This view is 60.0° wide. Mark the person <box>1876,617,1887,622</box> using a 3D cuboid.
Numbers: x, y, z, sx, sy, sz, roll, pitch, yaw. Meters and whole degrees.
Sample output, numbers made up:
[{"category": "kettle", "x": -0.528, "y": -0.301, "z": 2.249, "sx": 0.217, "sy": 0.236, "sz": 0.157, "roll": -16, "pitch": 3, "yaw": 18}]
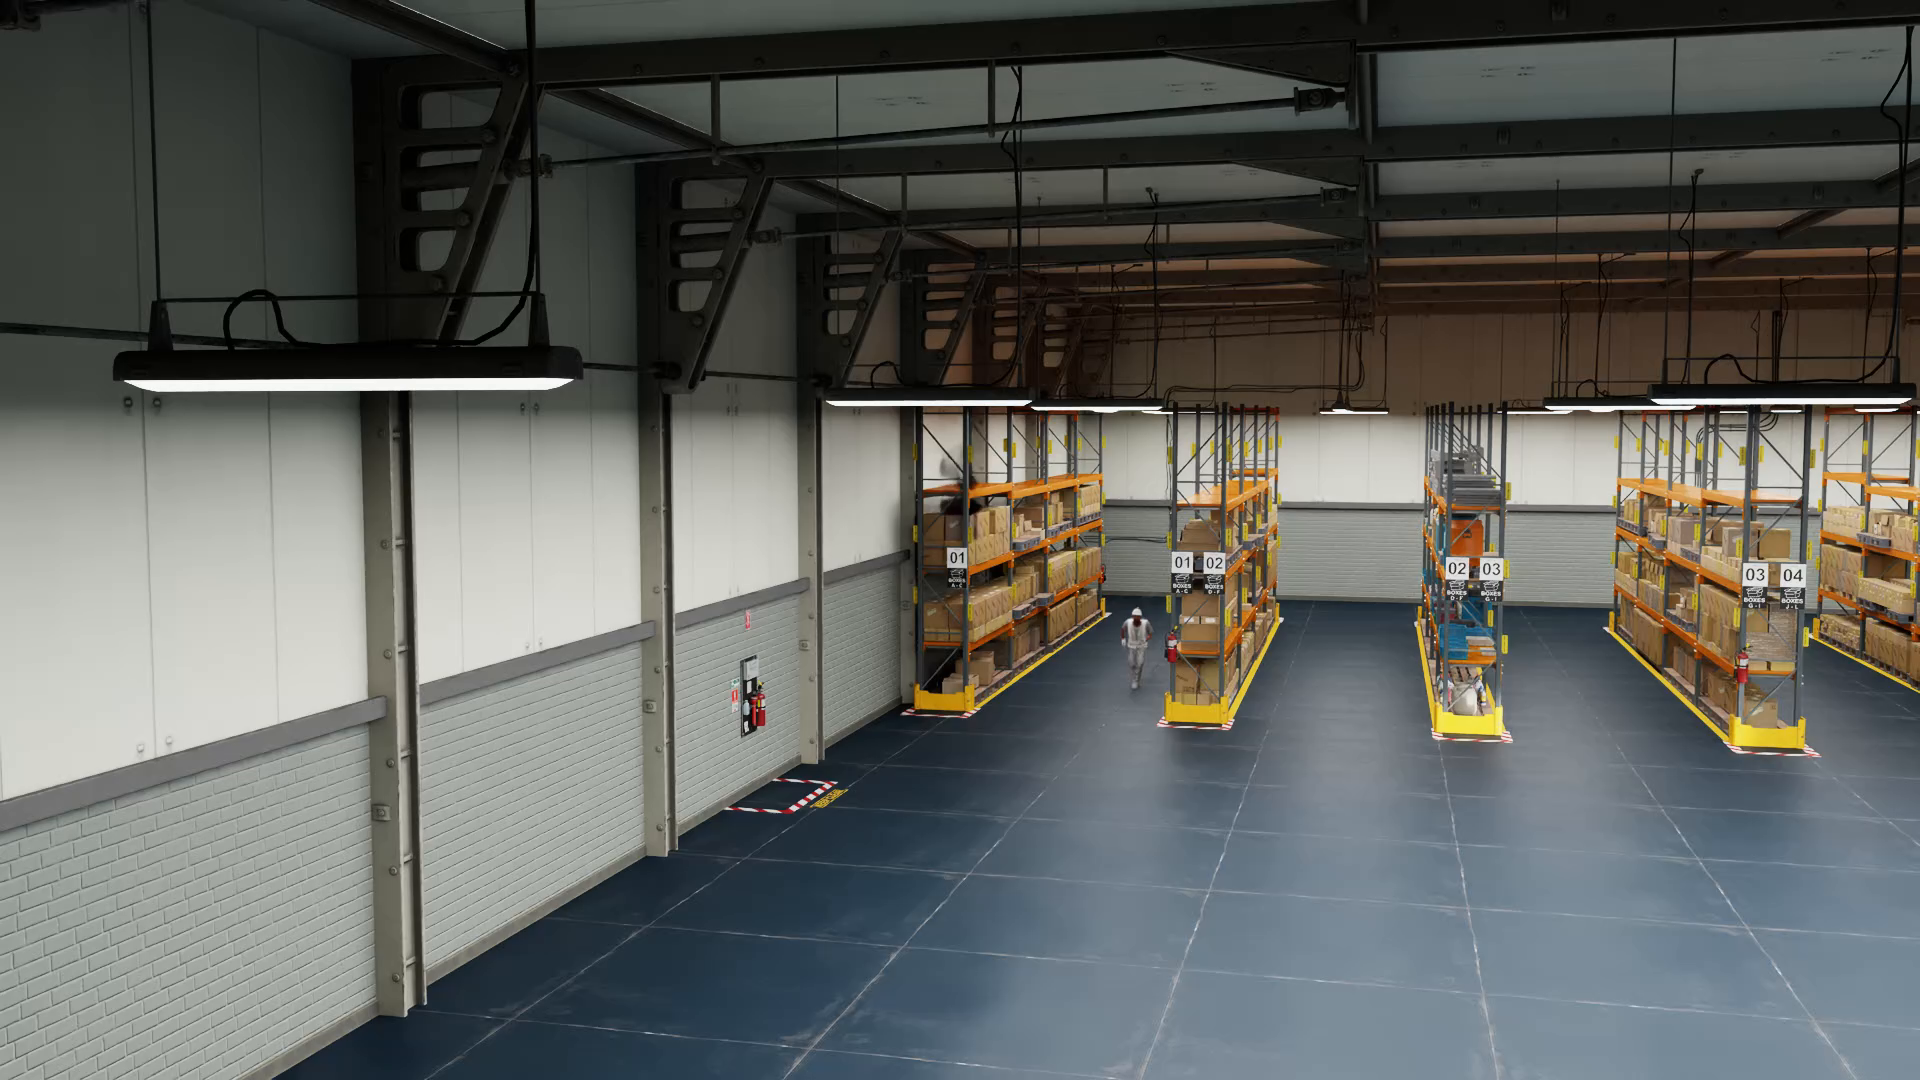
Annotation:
[{"category": "person", "x": 24.464, "y": 1.644, "z": 43.911, "sx": 0.569, "sy": 1.682, "sz": 0.651, "roll": 0, "pitch": 4, "yaw": -2}]

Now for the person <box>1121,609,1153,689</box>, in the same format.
[{"category": "person", "x": 3.742, "y": 2.288, "z": 35.188, "sx": 0.675, "sy": 1.704, "sz": 0.758, "roll": 0, "pitch": 4, "yaw": 7}]
